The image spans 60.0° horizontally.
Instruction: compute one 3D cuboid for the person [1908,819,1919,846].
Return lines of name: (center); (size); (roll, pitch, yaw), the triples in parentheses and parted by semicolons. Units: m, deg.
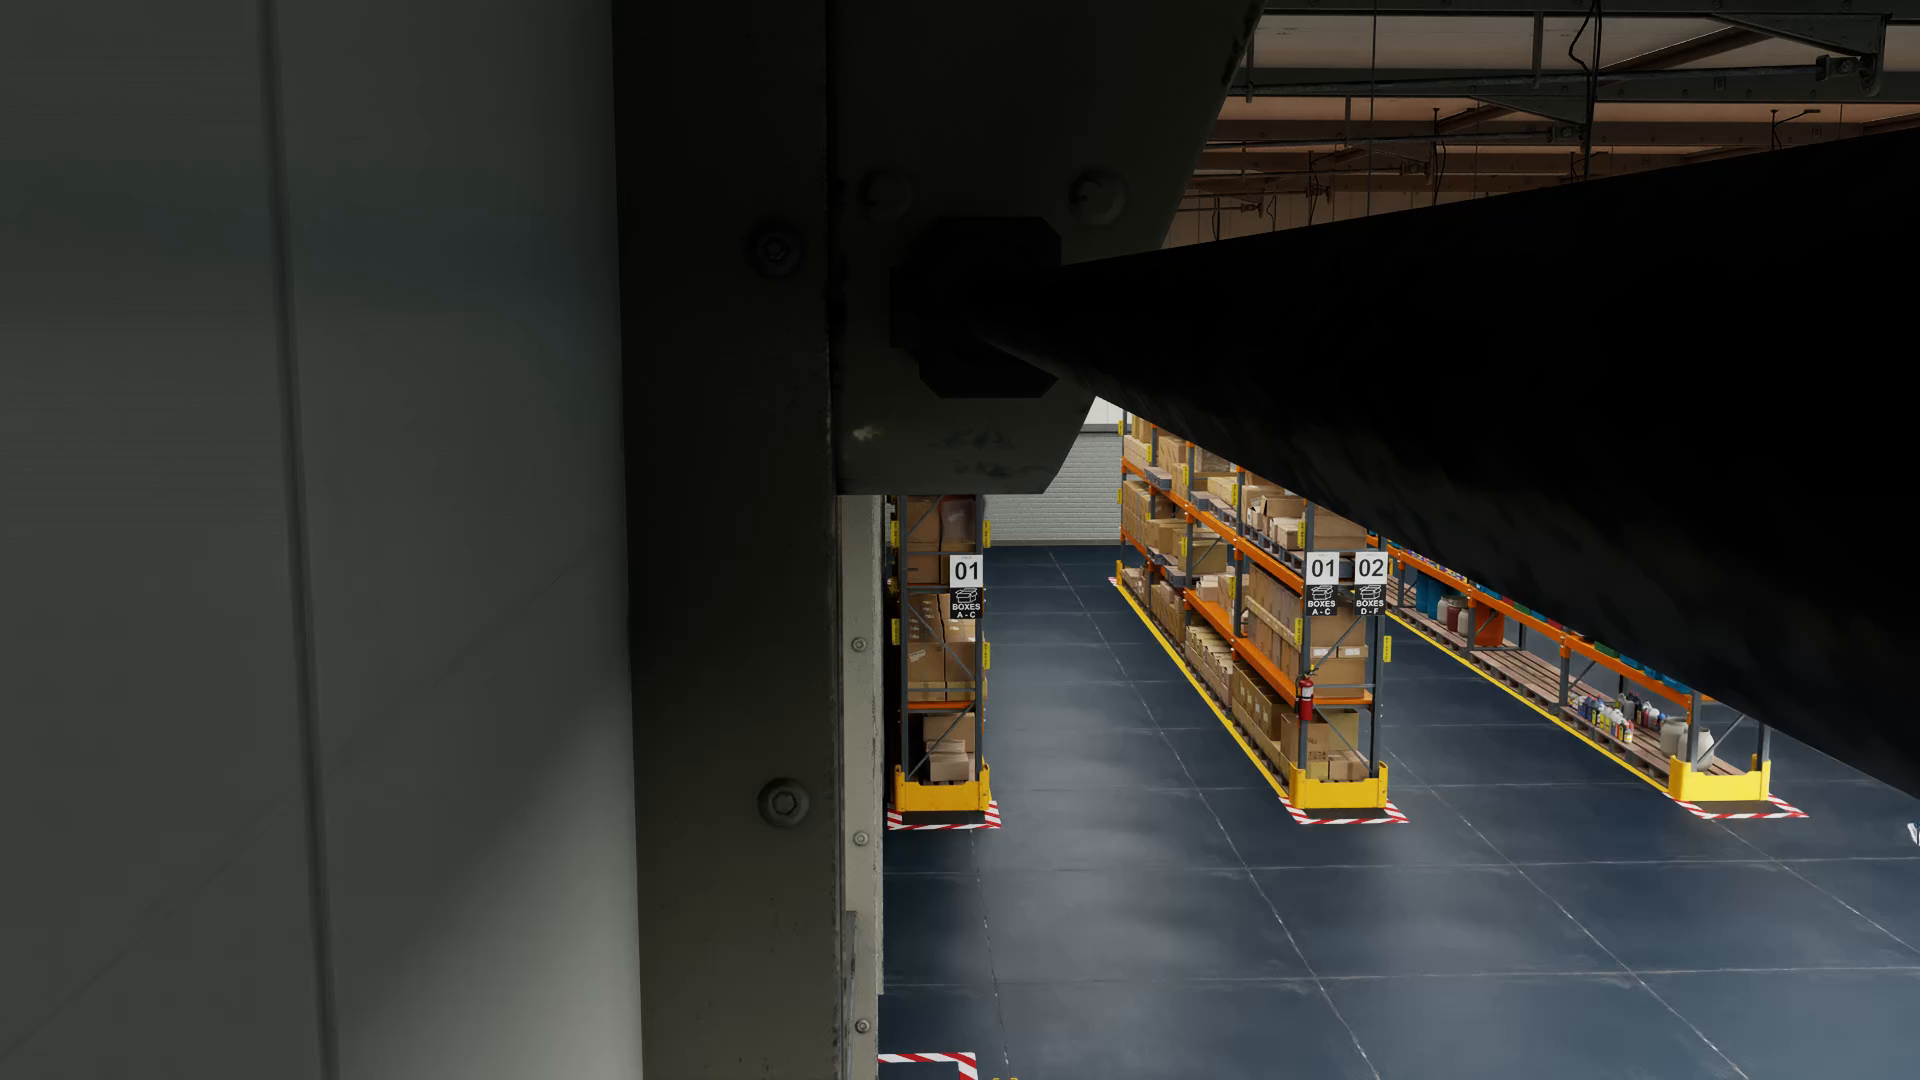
person: (11.102, 2.813, 18.822); (0.614, 1.579, 0.539); (4, 9, 25)
